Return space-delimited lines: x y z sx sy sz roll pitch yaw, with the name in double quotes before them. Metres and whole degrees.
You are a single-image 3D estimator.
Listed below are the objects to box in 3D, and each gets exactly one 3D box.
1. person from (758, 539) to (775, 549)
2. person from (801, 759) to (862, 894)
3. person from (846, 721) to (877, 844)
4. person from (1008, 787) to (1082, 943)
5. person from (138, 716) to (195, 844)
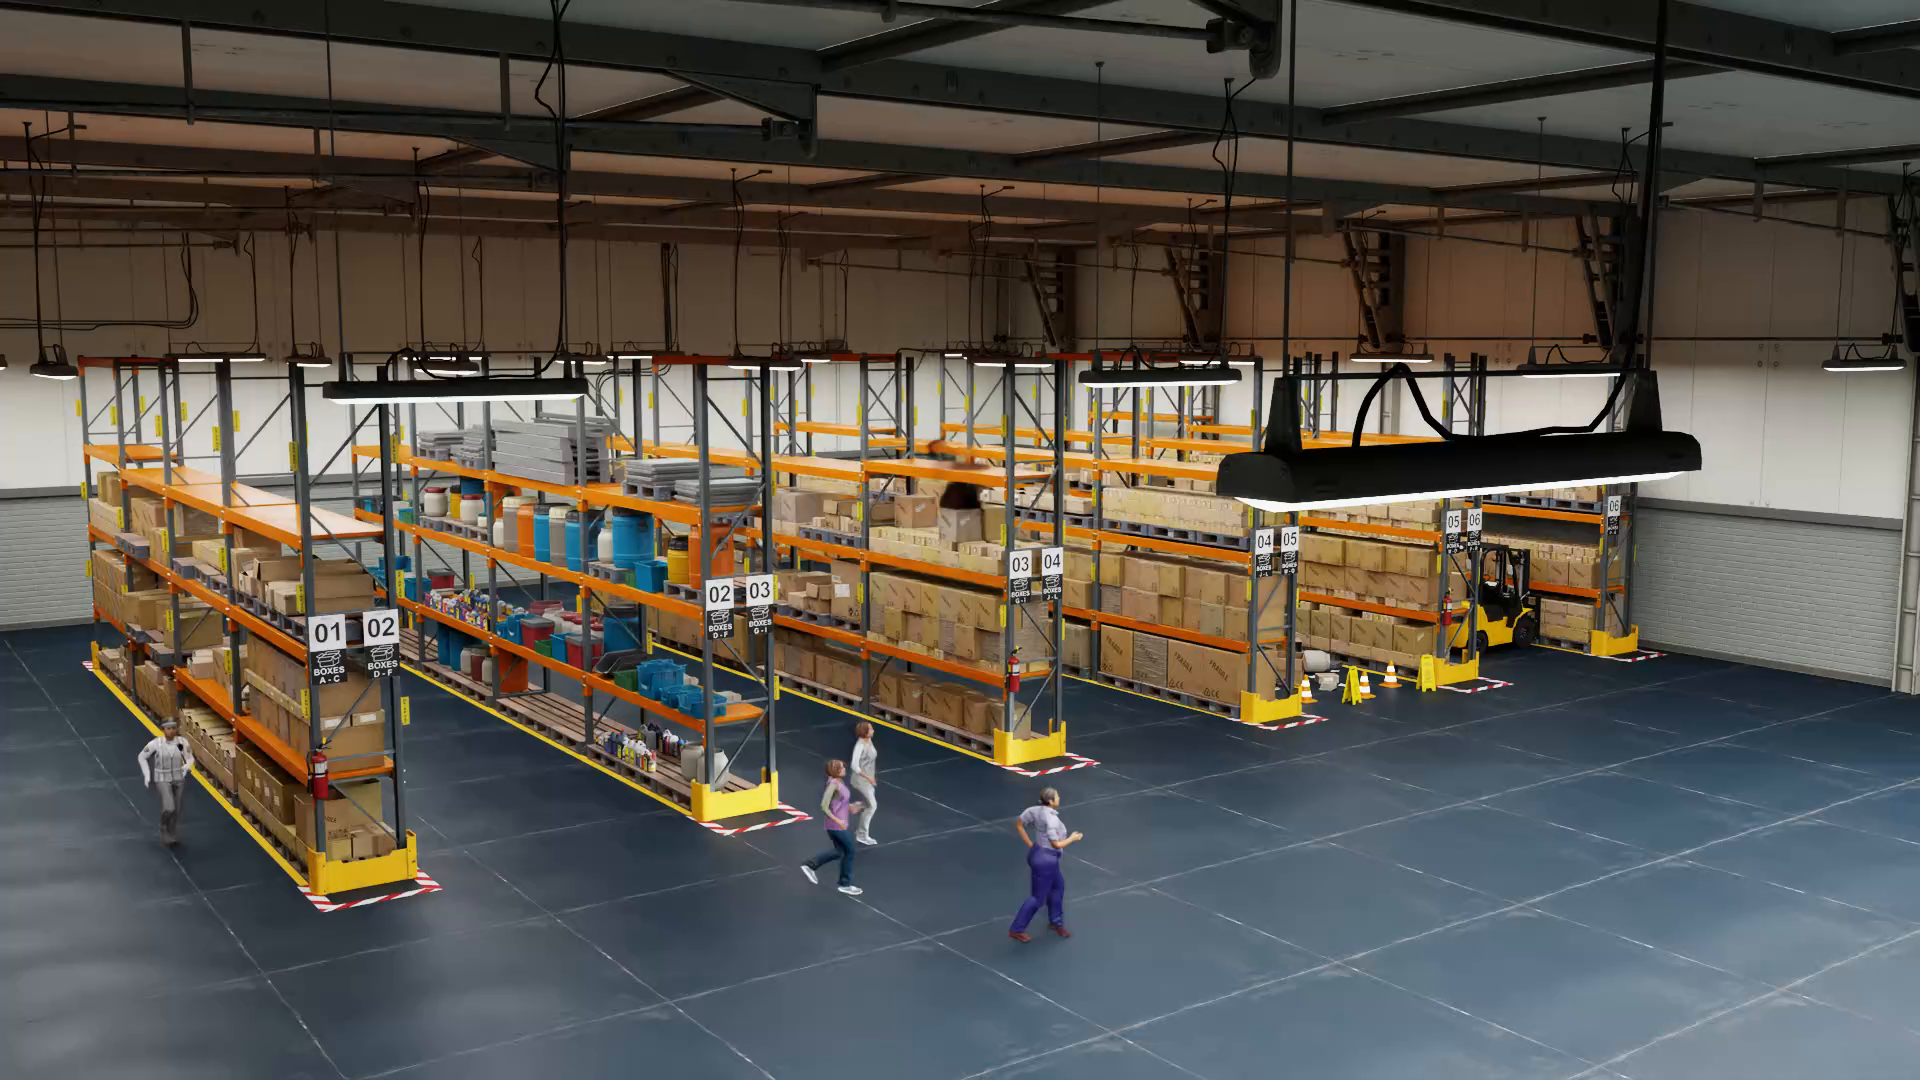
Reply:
"person" -4.895 0.411 41.769 0.860 1.715 0.814 -4 8 -28
"person" -1.468 3.268 18.964 0.697 1.590 0.533 0 7 -4
"person" -1.309 3.041 20.905 0.606 1.585 0.546 1 7 9
"person" 0.873 3.417 17.413 0.821 1.698 0.550 -2 7 -15
"person" -9.822 2.995 20.685 0.583 1.646 0.700 -7 10 -43
